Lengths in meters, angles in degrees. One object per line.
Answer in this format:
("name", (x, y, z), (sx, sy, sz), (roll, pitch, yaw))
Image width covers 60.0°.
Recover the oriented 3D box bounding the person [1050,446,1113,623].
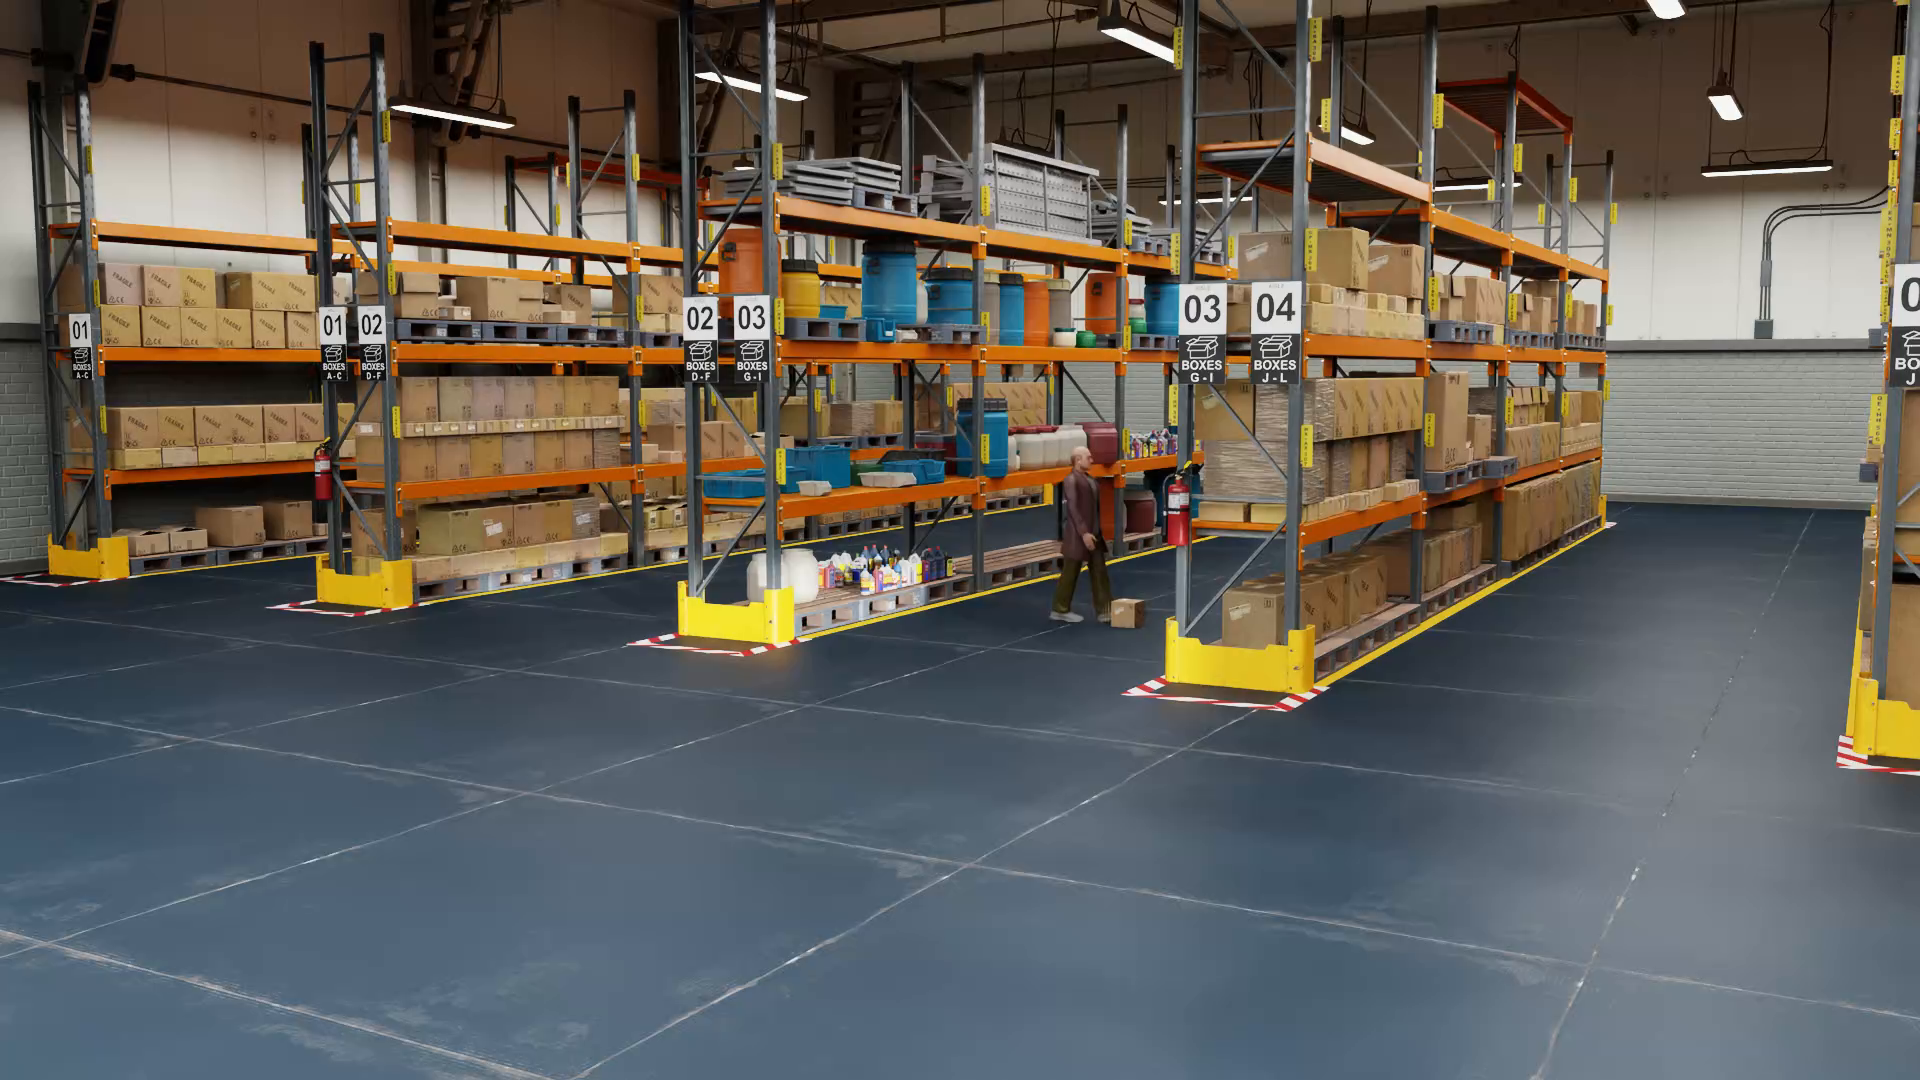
("person", (1.296, -0.044, 16.605), (0.789, 1.777, 0.579), (4, 7, 31))
